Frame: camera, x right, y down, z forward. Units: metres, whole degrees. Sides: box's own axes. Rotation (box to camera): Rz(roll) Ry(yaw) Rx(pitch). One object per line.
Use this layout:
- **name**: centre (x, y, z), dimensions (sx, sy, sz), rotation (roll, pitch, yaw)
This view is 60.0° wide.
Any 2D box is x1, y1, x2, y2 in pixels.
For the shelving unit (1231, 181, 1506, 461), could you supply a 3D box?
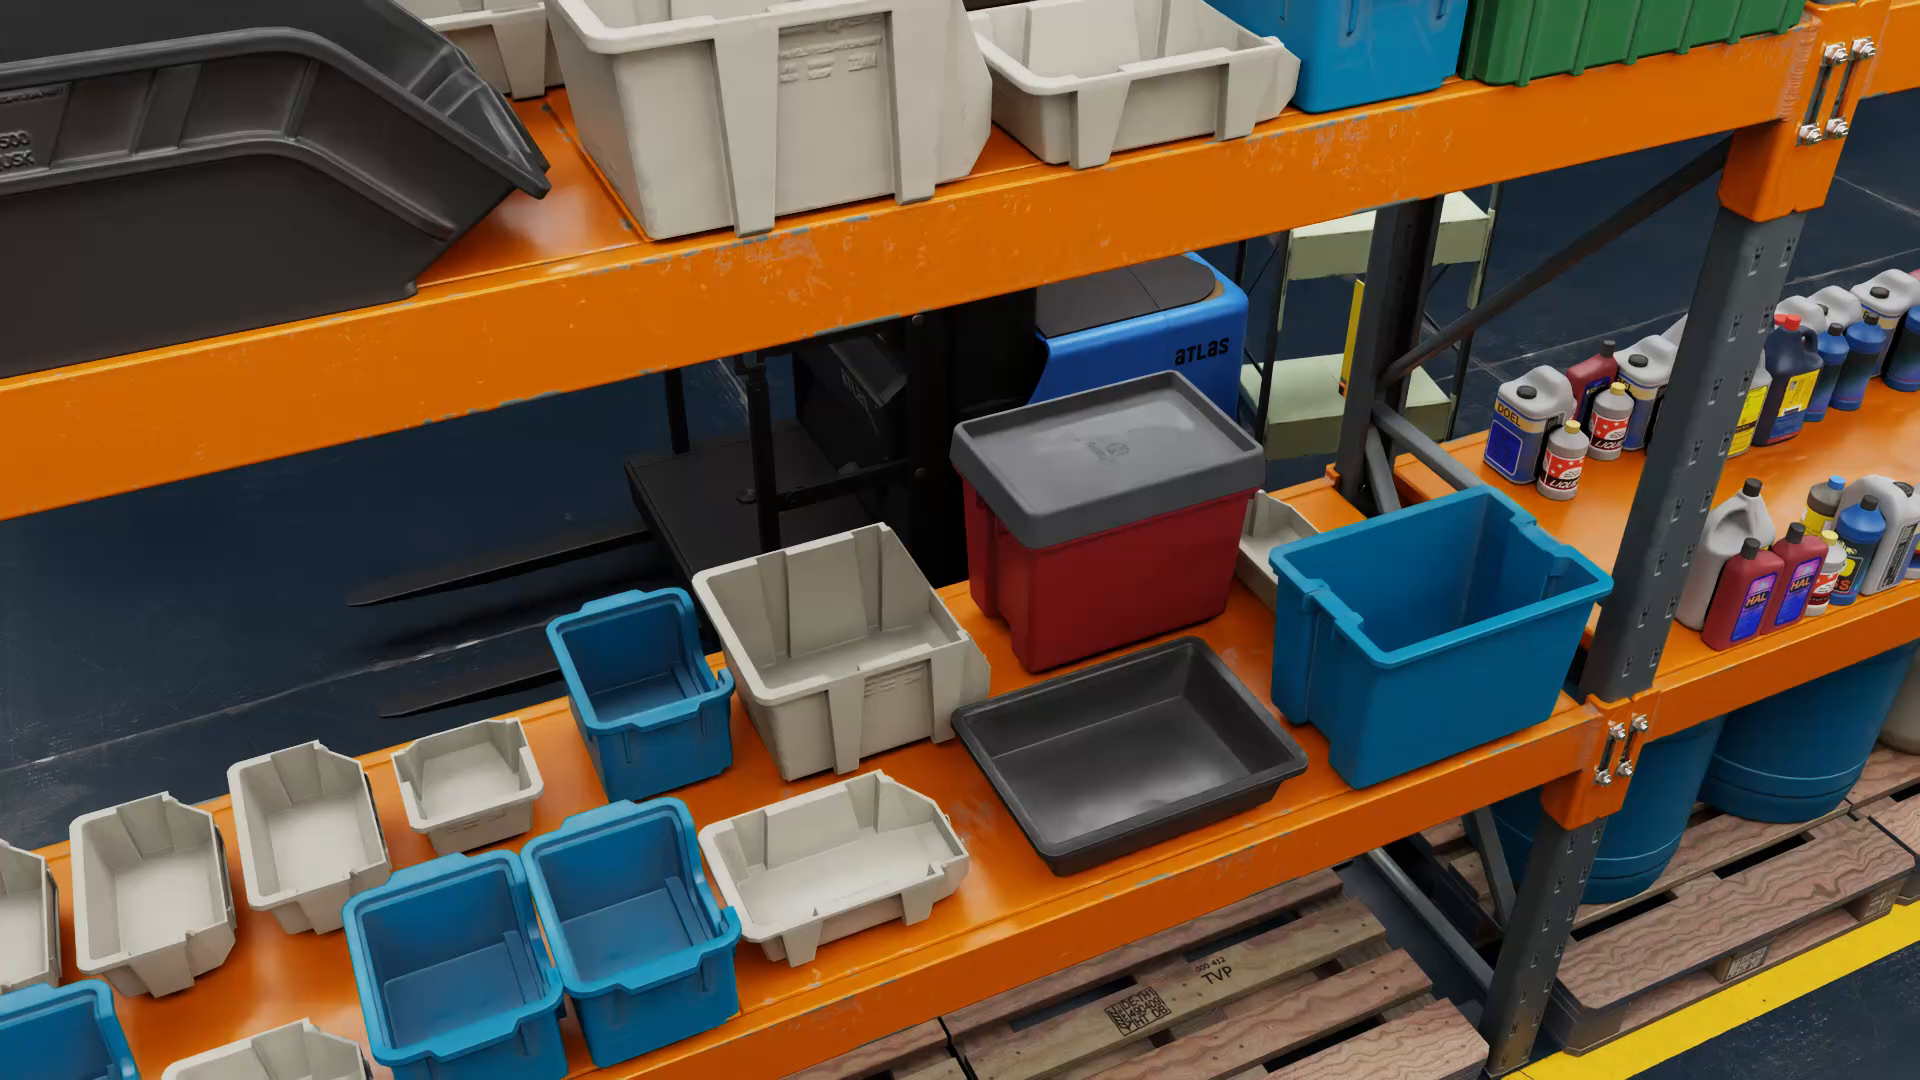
- **shelving unit**: centre (1.375, -0.701, 5.936), dimensions (0.755, 1.500, 0.431), rotation (-7, 37, -10)

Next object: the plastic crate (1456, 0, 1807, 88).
- **plastic crate**: centre (0.974, -0.925, 2.639), dimensions (0.662, 0.188, 0.450), rotation (-16, 39, -20)

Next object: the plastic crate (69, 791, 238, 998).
- **plastic crate**: centre (-1.462, 0.649, 3.028), dimensions (0.243, 0.136, 0.396), rotation (-16, 39, -20)

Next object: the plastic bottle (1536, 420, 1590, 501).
- **plastic bottle**: centre (1.519, -0.207, 4.178), dimensions (0.097, 0.201, 0.097), rotation (0, 37, 0)

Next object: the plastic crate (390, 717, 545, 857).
- **plastic crate**: centre (-0.960, 0.481, 3.255), dimensions (0.250, 0.136, 0.298), rotation (-16, 39, -20)

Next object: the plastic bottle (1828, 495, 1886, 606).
- **plastic bottle**: centre (2.048, 0.016, 3.818), dimensions (0.097, 0.271, 0.097), rotation (0, 37, 0)

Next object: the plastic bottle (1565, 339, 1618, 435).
- **plastic bottle**: centre (1.639, -0.386, 4.350), dimensions (0.133, 0.283, 0.061), rotation (-16, 39, -20)

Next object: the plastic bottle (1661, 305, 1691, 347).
- **plastic bottle**: centre (1.922, -0.465, 4.400), dimensions (0.185, 0.351, 0.144), rotation (-16, 39, -20)

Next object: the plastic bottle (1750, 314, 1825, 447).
- **plastic bottle**: centre (2.151, -0.434, 4.358), dimensions (0.185, 0.351, 0.144), rotation (-16, 39, -20)

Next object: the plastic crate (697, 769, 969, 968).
- **plastic crate**: centre (-0.219, 0.609, 3.082), dimensions (0.466, 0.136, 0.293), rotation (-16, 39, -20)

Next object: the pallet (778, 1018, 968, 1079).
- **pallet**: centre (-0.526, 1.563, 3.966), dimensions (1.213, 0.211, 1.003), rotation (-16, 39, -20)

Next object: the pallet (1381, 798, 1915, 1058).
- **pallet**: centre (1.945, 0.872, 4.897), dimensions (1.213, 0.211, 1.003), rotation (-16, 39, -20)

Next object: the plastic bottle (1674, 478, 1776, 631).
- **plastic bottle**: centre (1.722, 0.020, 3.747), dimensions (0.185, 0.351, 0.144), rotation (-16, 39, -20)

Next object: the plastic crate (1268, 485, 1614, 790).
- **plastic crate**: centre (0.952, 0.209, 3.413), dimensions (0.575, 0.384, 0.392), rotation (-16, 39, -20)

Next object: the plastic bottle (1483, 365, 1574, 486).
- **plastic bottle**: centre (1.449, -0.300, 4.240), dimensions (0.135, 0.276, 0.152), rotation (-16, 39, -20)

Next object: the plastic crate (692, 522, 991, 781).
- **plastic crate**: centre (-0.231, 0.235, 3.464), dimensions (0.530, 0.282, 0.437), rotation (-16, 39, -20)

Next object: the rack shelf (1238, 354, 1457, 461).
- **rack shelf**: centre (1.375, -0.439, 6.130), dimensions (0.720, 0.370, 0.431), rotation (-7, 37, -10)

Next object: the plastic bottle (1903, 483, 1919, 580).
- **plastic bottle**: centre (2.258, -0.043, 3.898), dimensions (0.097, 0.271, 0.097), rotation (0, 37, 0)

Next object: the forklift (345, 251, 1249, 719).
- **forklift**: centre (-0.569, -1.016, 5.160), dimensions (3.031, 2.935, 1.130), rotation (-16, 39, -20)

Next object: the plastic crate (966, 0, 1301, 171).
- **plastic crate**: centre (0.240, -0.647, 2.308), dimensions (0.466, 0.136, 0.293), rotation (-16, 39, -20)

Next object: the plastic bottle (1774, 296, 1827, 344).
- **plastic bottle**: centre (2.236, -0.520, 4.537), dimensions (0.135, 0.276, 0.152), rotation (-16, 39, -20)

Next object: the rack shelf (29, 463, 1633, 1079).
- **rack shelf**: centre (-0.581, 0.720, 3.366), dimensions (4.000, 0.370, 1.077), rotation (-16, 39, -20)

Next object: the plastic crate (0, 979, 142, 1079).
- **plastic crate**: centre (-1.432, 0.929, 2.570), dimensions (0.300, 0.233, 0.416), rotation (-16, 39, -20)

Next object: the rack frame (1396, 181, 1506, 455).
- **rack frame**: centre (1.733, -0.747, 5.998), dimensions (0.023, 1.500, 0.400), rotation (-7, 37, -10)

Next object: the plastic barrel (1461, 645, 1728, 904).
- **plastic barrel**: centre (1.729, 0.470, 4.507), dimensions (0.708, 0.901, 0.600), rotation (-16, 39, -20)

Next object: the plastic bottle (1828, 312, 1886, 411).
- **plastic bottle**: centre (2.428, -0.489, 4.500), dimensions (0.097, 0.271, 0.097), rotation (0, 37, 0)

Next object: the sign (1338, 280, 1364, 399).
- **sign**: centre (0.997, -0.484, 4.152), dimensions (0.005, 0.325, 0.100), rotation (-16, 39, -20)

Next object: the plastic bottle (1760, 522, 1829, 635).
- **plastic bottle**: centre (1.863, 0.075, 3.729), dimensions (0.133, 0.283, 0.061), rotation (-16, 39, -20)

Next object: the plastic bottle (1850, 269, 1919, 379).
- **plastic bottle**: centre (2.568, -0.613, 4.662), dimensions (0.135, 0.276, 0.152), rotation (-16, 39, -20)

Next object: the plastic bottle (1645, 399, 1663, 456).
- **plastic bottle**: centre (1.849, -0.300, 4.303), dimensions (0.097, 0.201, 0.097), rotation (0, 37, 0)

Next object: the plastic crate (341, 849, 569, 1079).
- **plastic crate**: centre (-0.836, 0.762, 2.795), dimensions (0.300, 0.233, 0.416), rotation (-16, 39, -20)

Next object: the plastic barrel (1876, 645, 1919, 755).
- **plastic barrel**: centre (2.919, 0.353, 4.992), dimensions (0.421, 0.512, 0.421), rotation (0, 37, 0)

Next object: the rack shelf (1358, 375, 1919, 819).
- **rack shelf**: centre (3.040, -0.293, 4.731), dimensions (4.000, 0.370, 1.077), rotation (-16, 39, -20)

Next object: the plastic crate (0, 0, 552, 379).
- **plastic crate**: centre (-0.892, -0.481, 1.915), dimensions (0.767, 0.338, 0.504), rotation (-16, 39, -20)

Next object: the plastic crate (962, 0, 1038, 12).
- **plastic crate**: centre (-0.012, -1.061, 2.754), dimensions (0.590, 0.269, 0.497), rotation (-16, 39, -20)
